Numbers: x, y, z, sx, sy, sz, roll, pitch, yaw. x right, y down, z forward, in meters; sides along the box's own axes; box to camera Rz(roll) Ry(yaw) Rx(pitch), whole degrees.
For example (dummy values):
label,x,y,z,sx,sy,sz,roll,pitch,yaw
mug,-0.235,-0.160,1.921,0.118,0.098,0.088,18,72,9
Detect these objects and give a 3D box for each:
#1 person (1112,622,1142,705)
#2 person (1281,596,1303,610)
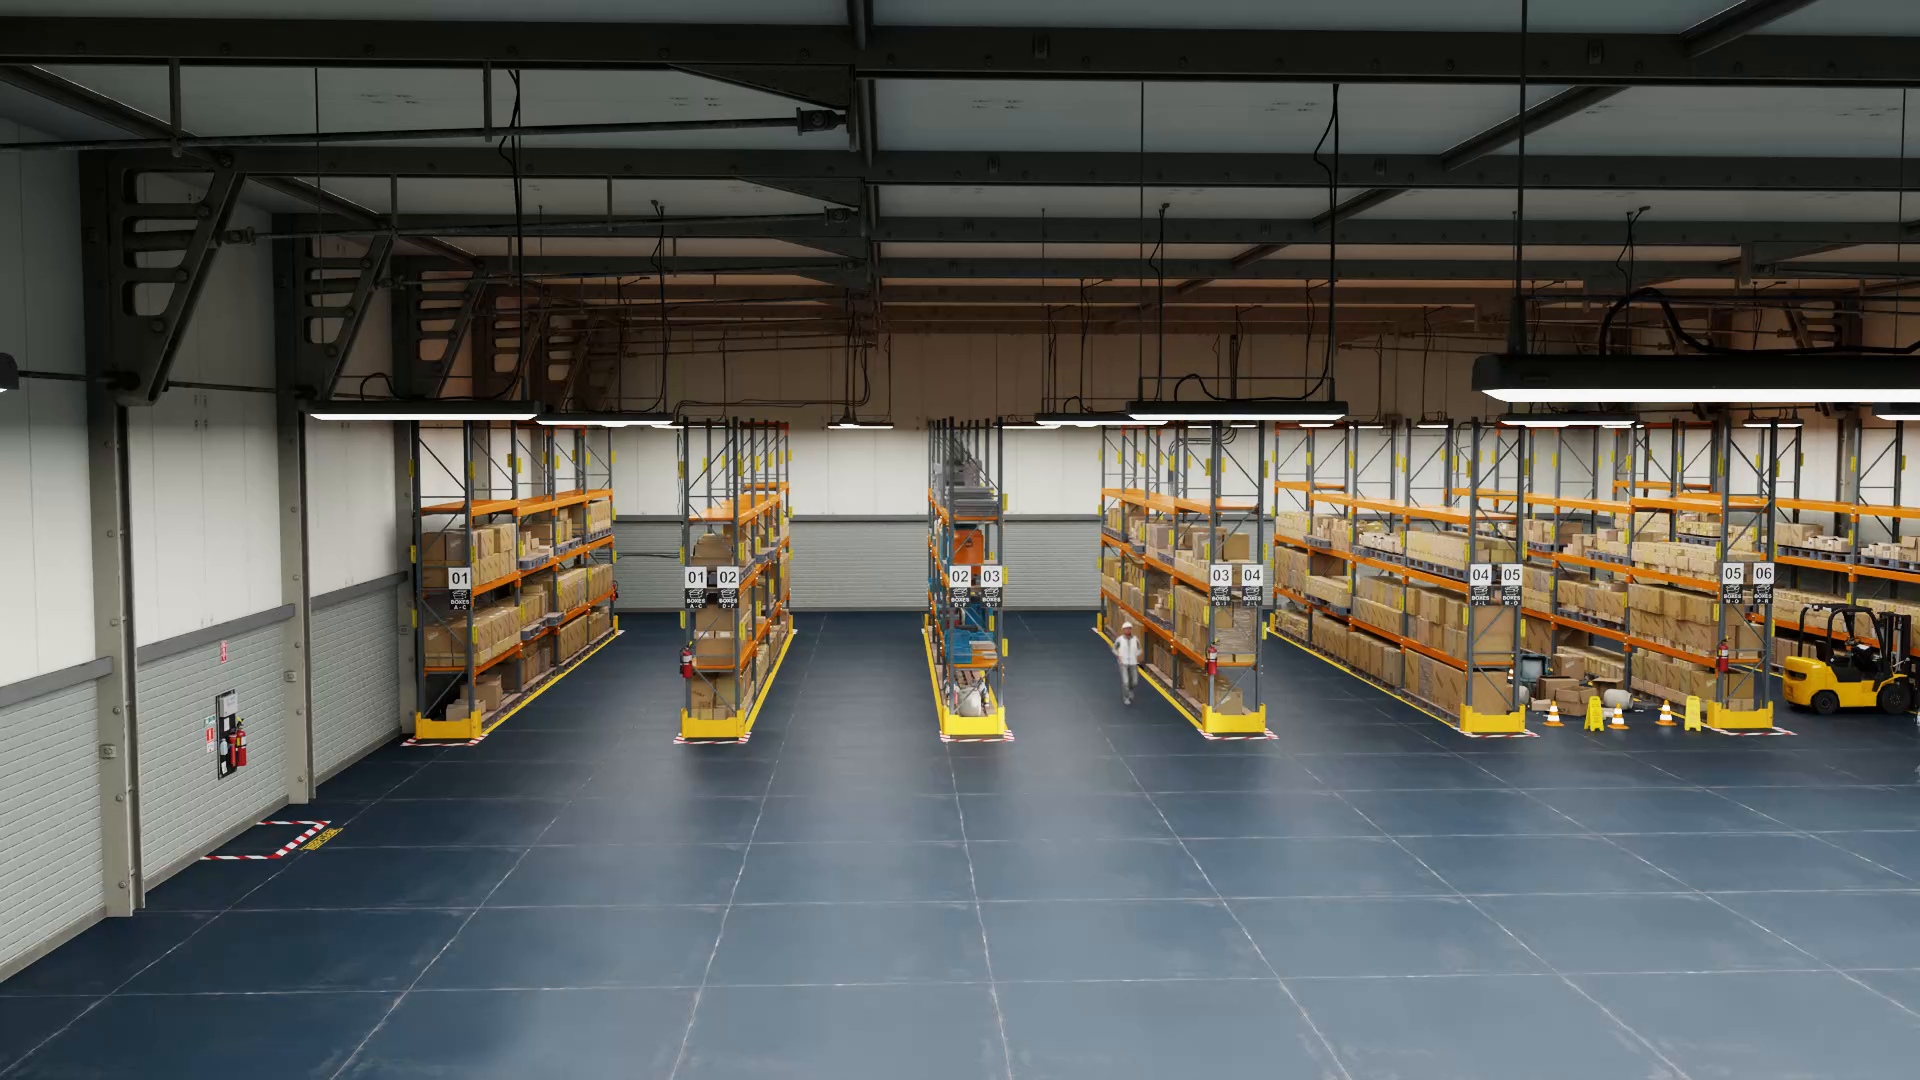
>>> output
label,x,y,z,sx,sy,sz,roll,pitch,yaw
person,3.517,2.583,34.903,0.657,1.722,0.609,0,4,-4
person,9.788,1.620,49.026,0.912,1.779,0.646,0,4,-6
